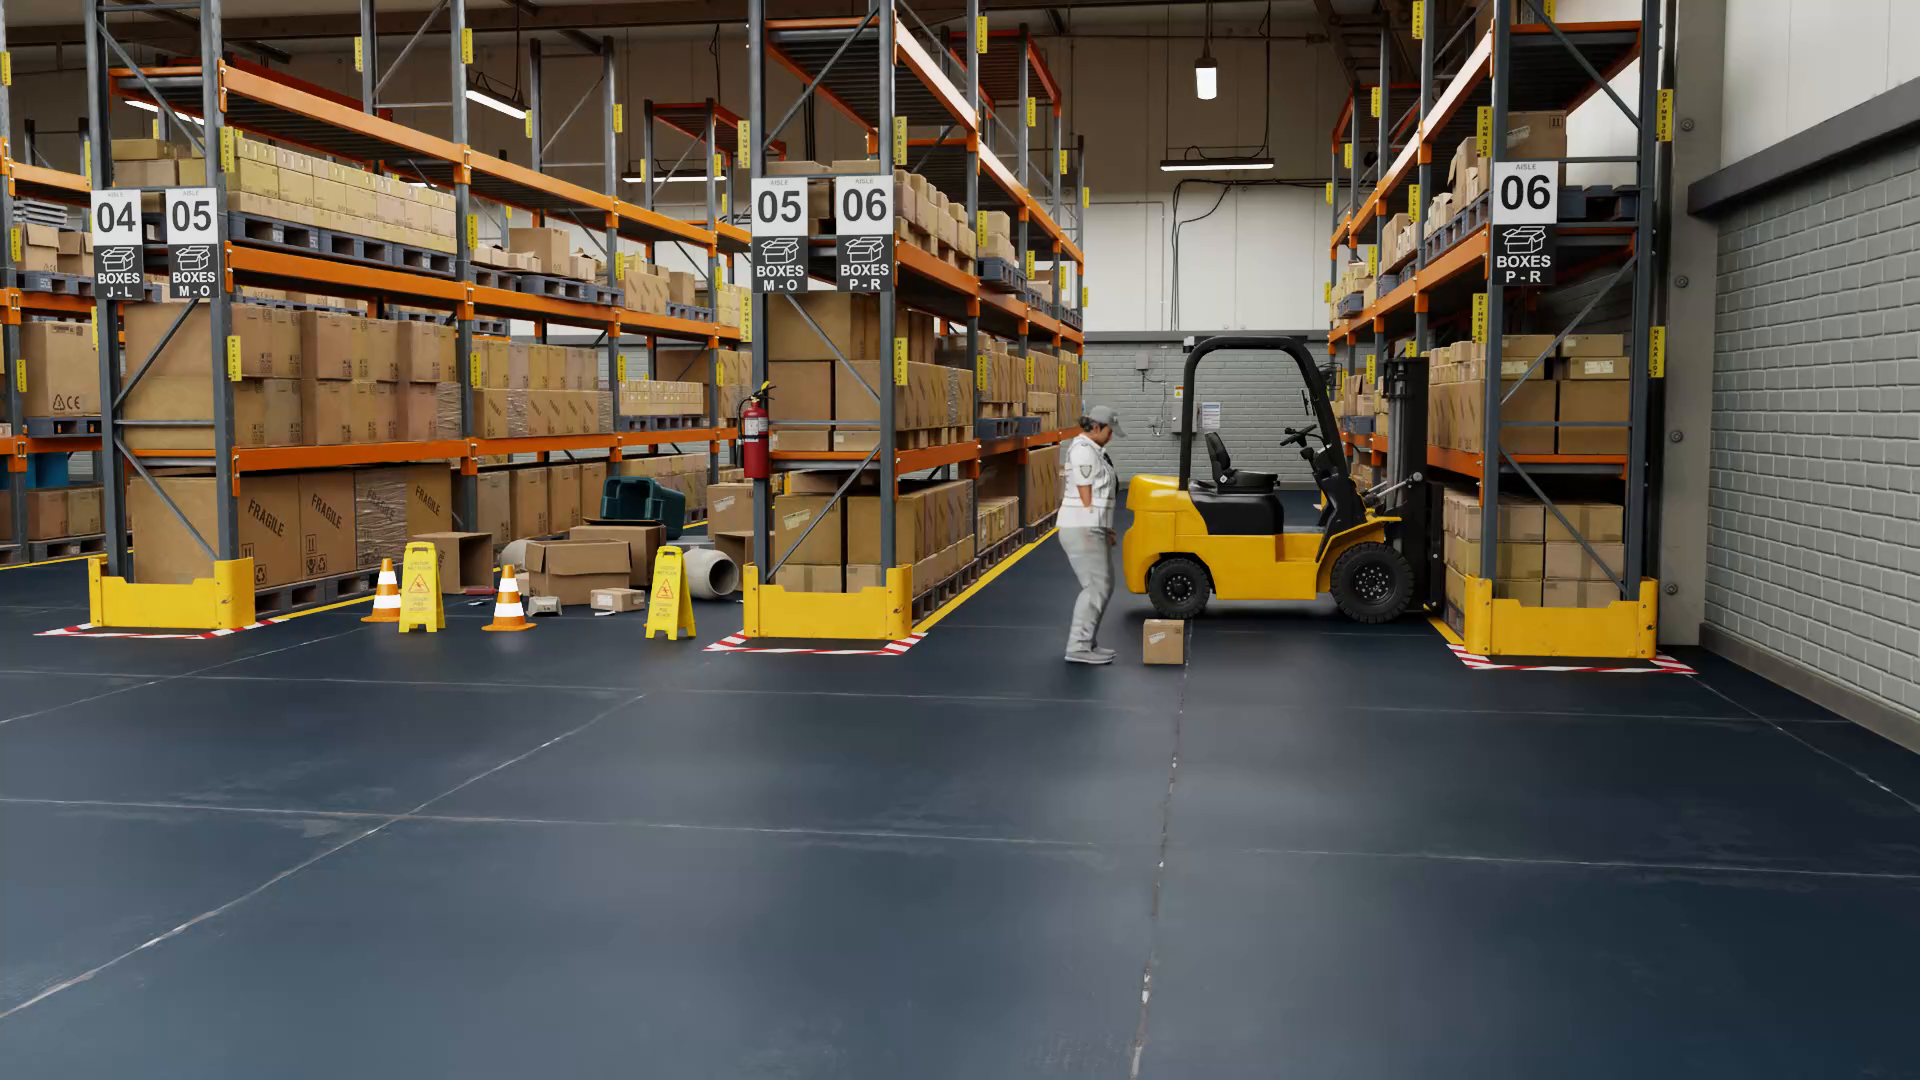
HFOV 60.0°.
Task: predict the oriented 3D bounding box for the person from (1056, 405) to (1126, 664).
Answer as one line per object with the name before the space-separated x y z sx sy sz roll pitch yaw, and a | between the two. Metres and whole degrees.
person | 0.838 -0.042 10.654 0.440 1.638 0.486 1 5 10
